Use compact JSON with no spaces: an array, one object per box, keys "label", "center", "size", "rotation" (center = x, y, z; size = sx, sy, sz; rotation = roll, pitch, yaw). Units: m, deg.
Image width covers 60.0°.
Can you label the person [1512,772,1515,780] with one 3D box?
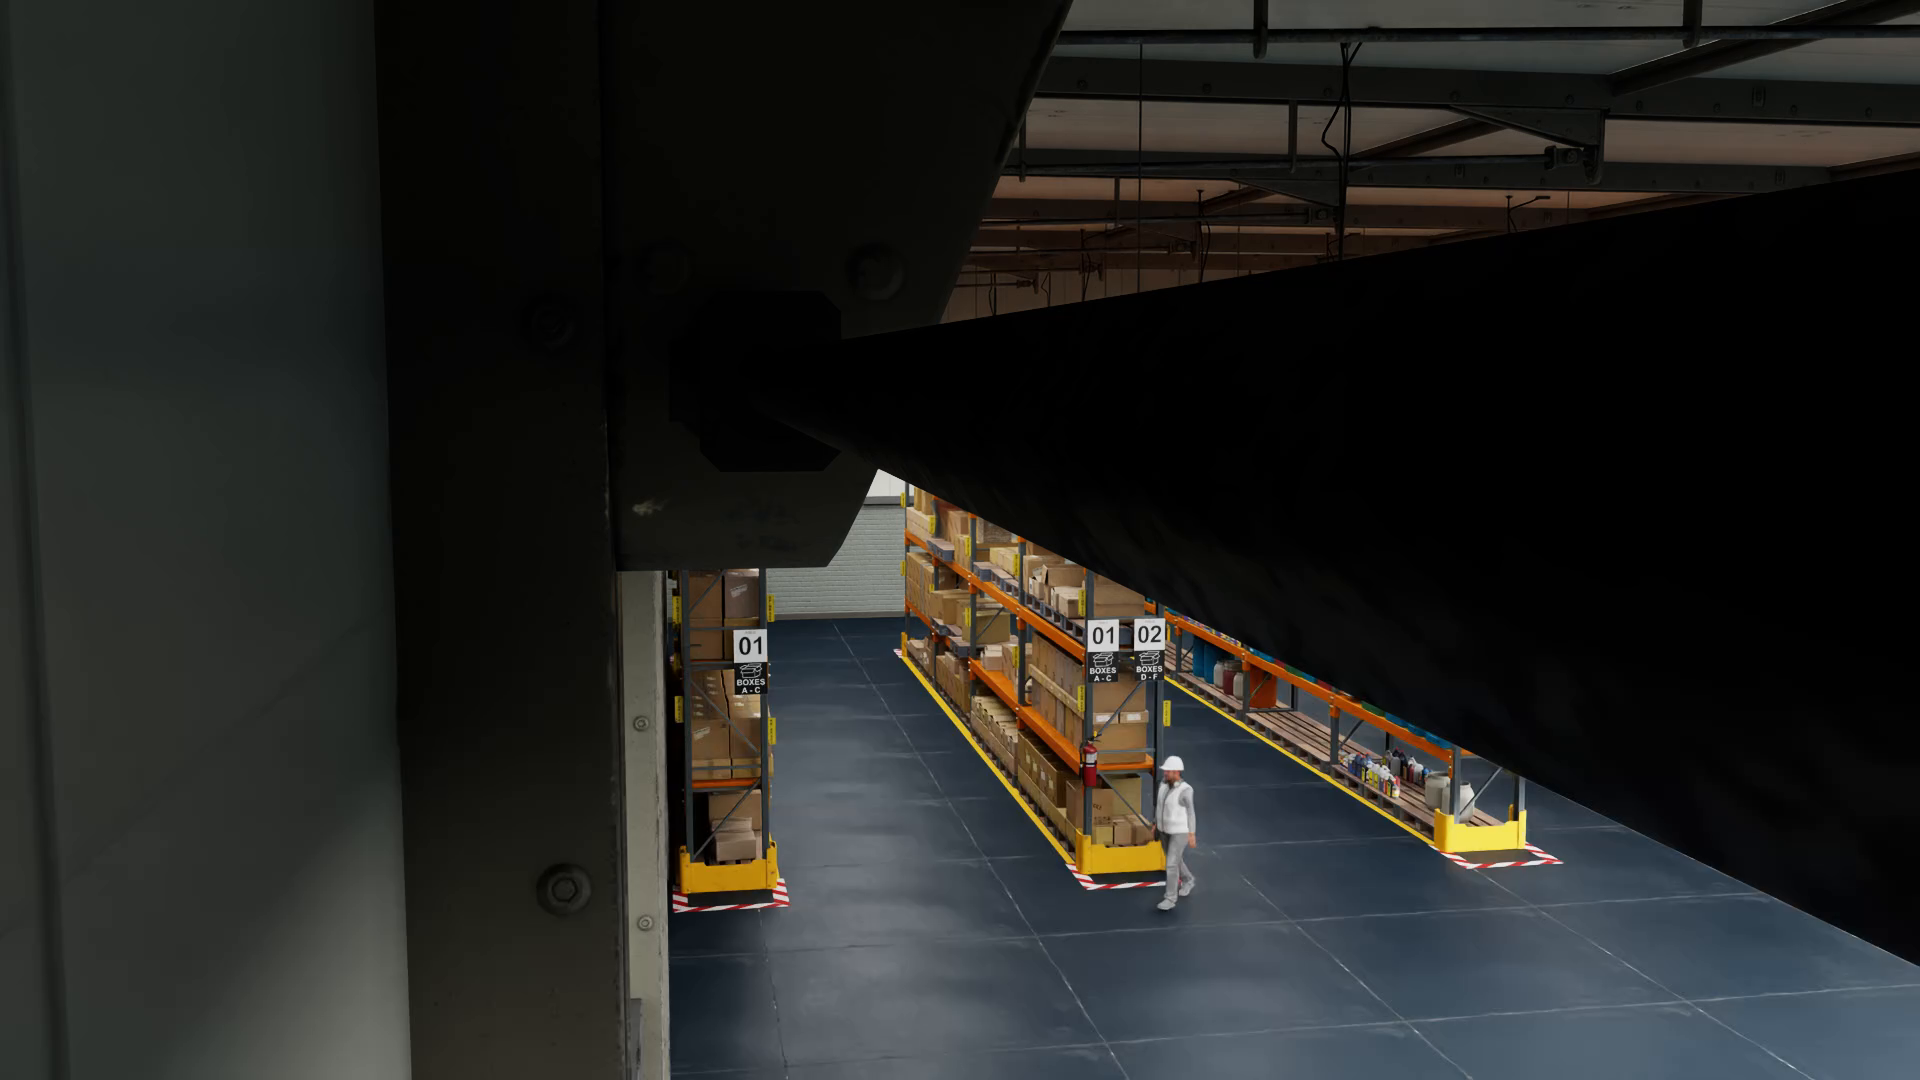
[{"label":"person","center":[8.562,2.802,25.702],"size":[0.600,1.748,0.745],"rotation":[1,6,13]}]

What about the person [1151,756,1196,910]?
[{"label":"person","center":[2.545,3.419,19.652],"size":[0.807,1.762,0.533],"rotation":[-4,7,-33]}]
